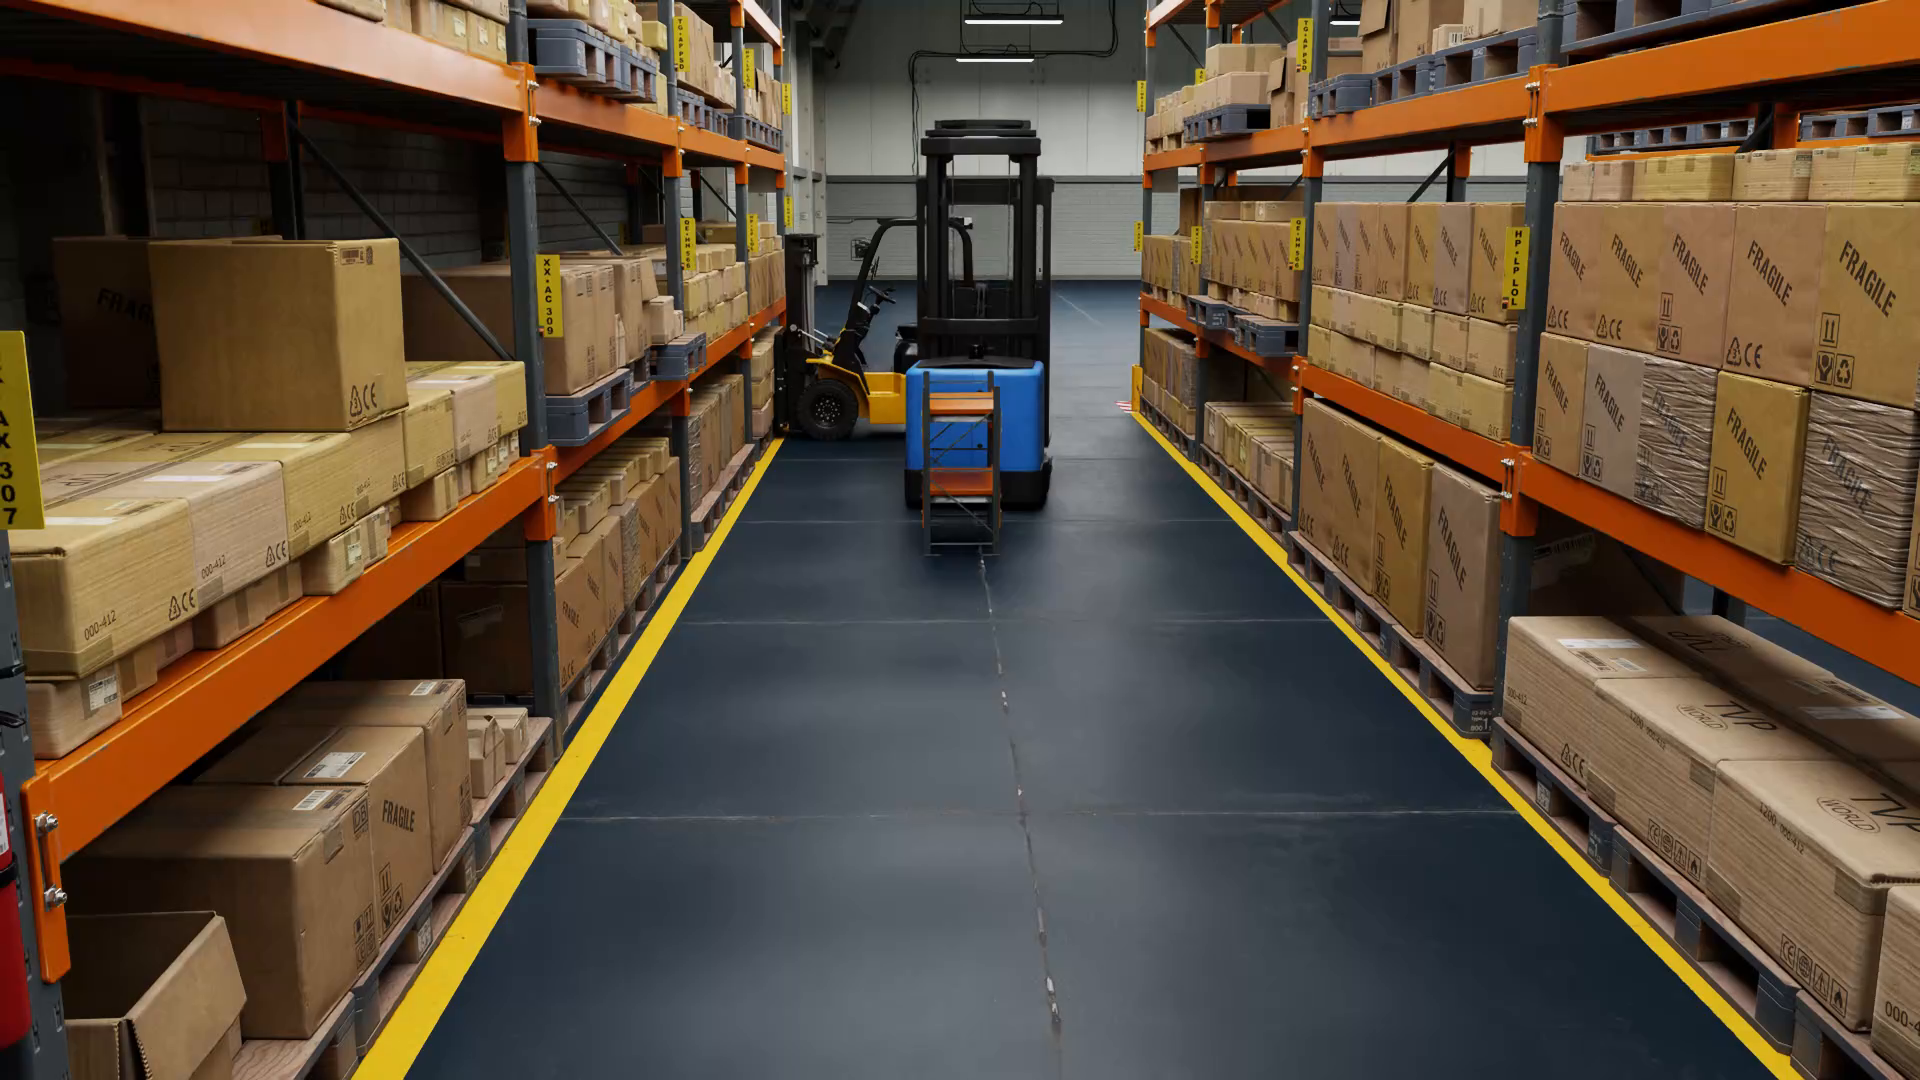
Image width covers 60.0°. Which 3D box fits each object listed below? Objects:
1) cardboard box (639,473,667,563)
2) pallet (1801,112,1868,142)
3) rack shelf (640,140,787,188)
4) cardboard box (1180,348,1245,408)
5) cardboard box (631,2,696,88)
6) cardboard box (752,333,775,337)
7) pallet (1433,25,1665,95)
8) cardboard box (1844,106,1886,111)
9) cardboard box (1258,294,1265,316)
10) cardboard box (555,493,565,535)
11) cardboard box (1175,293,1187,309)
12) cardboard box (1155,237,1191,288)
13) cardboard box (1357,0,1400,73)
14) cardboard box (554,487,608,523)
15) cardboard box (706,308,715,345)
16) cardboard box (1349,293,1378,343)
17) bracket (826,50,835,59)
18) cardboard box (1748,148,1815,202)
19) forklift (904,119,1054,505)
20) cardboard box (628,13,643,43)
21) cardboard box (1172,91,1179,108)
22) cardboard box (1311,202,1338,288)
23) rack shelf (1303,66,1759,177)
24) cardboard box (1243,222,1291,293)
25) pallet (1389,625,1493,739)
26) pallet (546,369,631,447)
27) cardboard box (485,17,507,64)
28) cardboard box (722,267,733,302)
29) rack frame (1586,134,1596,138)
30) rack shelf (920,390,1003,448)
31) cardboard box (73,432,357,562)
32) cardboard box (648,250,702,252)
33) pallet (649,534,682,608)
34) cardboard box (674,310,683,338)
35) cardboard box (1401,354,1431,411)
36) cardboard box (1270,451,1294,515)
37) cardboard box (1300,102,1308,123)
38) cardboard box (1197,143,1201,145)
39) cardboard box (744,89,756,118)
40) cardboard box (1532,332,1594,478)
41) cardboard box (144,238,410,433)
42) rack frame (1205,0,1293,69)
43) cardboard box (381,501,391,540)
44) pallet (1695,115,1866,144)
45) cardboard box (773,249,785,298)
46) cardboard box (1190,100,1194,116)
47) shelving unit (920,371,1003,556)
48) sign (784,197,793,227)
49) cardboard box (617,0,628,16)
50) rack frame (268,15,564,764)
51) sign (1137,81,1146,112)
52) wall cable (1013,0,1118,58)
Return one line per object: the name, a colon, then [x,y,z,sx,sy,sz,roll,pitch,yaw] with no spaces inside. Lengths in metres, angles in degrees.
cardboard box: [-2.043,-0.139,9.929,0.500,0.500,0.500,0,11,-2]
pallet: [7.628,-3.392,13.669,0.805,0.209,1.217,-1,11,-3]
rack shelf: [-2.391,-3.651,16.275,1.077,0.370,4.000,0,11,-1]
cardboard box: [2.332,-1.499,15.378,0.500,0.500,0.500,0,11,-2]
cardboard box: [-2.038,-3.260,10.978,0.500,0.500,0.500,0,11,-1]
cardboard box: [-2.074,-1.987,17.155,0.500,0.250,0.500,0,11,0]
pallet: [2.710,-2.125,7.426,0.805,0.209,1.217,-1,11,-3]
cardboard box: [7.734,-3.709,13.822,0.500,0.250,0.500,0,11,-1]
cardboard box: [2.328,-1.662,11.781,0.380,0.149,0.250,-1,11,-4]
cardboard box: [-1.979,-0.114,7.427,0.380,0.149,0.250,-1,11,-4]
cardboard box: [2.277,-2.298,15.976,0.380,0.149,0.250,0,11,-2]
cardboard box: [2.288,-2.847,17.050,0.500,0.500,0.500,0,11,-2]
cardboard box: [2.854,-3.014,10.011,0.797,0.503,0.637,-1,12,-5]
cardboard box: [-2.015,-0.176,8.481,0.380,0.149,0.250,0,11,1]
cardboard box: [-2.055,-1.559,12.075,0.500,0.250,0.500,-1,11,-3]
cardboard box: [2.467,-1.230,9.196,0.500,0.250,0.500,0,11,-1]
bracket: [-3.575,-13.375,45.802,0.235,0.232,0.430,0,11,-1]
cardboard box: [2.538,-1.057,4.827,0.380,0.149,0.250,0,11,-1]
forklift: [0.214,-1.953,13.814,1.130,2.935,3.031,1,12,5]
cardboard box: [-2.008,-2.906,9.420,0.380,0.149,0.250,-1,11,-3]
cardboard box: [2.261,-4.265,16.117,0.380,0.149,0.250,0,11,0]
cardboard box: [2.461,-1.802,10.130,0.500,0.500,0.500,-1,11,-3]
rack shelf: [2.737,-2.082,8.541,1.077,0.370,4.000,0,11,-1]
cardboard box: [2.375,-2.055,12.087,0.500,0.500,0.500,-1,12,-5]
pallet: [2.687,0.647,7.840,1.003,0.211,1.213,0,11,-1]
pallet: [-2.092,-0.611,7.508,1.003,0.211,1.213,0,11,-1]
cardboard box: [-1.882,-1.822,6.084,0.380,0.149,0.250,0,11,-2]
cardboard box: [-2.061,-2.007,13.027,0.500,0.250,0.500,0,11,0]
rack frame: [7.477,-5.933,18.169,1.000,3.000,0.127,0,11,-1]
rack shelf: [0.000,-0.837,11.382,0.538,0.278,1.000,0,11,-1]
cardboard box: [-1.866,-0.115,4.210,0.500,0.250,0.500,0,11,-2]
cardboard box: [-2.118,-2.080,12.384,0.380,0.149,0.250,0,11,-1]
pallet: [-2.289,0.175,10.168,1.003,0.211,1.213,0,11,-1]
cardboard box: [-1.870,-1.294,9.970,0.380,0.149,0.250,0,11,0]
cardboard box: [2.516,-0.783,8.251,0.500,0.250,0.500,-1,11,-3]
cardboard box: [2.694,-0.392,11.501,0.950,0.372,0.625,-1,12,-5]
cardboard box: [2.466,-2.820,11.002,0.380,0.149,0.250,0,11,-1]
cardboard box: [2.301,-3.565,14.677,0.380,0.149,0.250,0,11,-1]
cardboard box: [-2.123,-3.983,15.021,0.500,0.311,0.500,0,11,0]
cardboard box: [2.526,-0.521,6.333,0.500,0.500,0.500,0,11,1]
cardboard box: [-1.873,-0.580,4.615,0.500,0.500,0.500,0,11,0]
rack frame: [2.613,-5.097,14.050,1.000,3.000,0.127,0,11,-1]
cardboard box: [-1.911,-0.053,4.909,0.380,0.149,0.250,0,11,-1]
pallet: [7.553,-3.787,15.358,1.003,0.211,1.213,0,11,-1]
cardboard box: [-2.160,-2.883,17.975,0.500,0.500,0.500,0,11,-2]
cardboard box: [2.334,-3.786,14.762,0.500,0.250,0.500,0,11,-2]
shelving unit: [0.000,-0.550,11.441,0.538,1.125,1.048,0,11,-1]
sign: [-1.890,-3.614,18.320,0.100,0.325,0.005,0,11,-1]
cardboard box: [-1.843,-2.660,8.158,0.380,0.149,0.250,0,11,-1]
rack frame: [-2.184,-0.546,6.704,1.000,3.000,0.127,0,11,-1]
sign: [1.988,-4.848,18.170,0.100,0.325,0.005,0,11,-1]
wall cable: [3.121,-15.490,48.945,3.097,2.526,0.112,0,11,-1]
